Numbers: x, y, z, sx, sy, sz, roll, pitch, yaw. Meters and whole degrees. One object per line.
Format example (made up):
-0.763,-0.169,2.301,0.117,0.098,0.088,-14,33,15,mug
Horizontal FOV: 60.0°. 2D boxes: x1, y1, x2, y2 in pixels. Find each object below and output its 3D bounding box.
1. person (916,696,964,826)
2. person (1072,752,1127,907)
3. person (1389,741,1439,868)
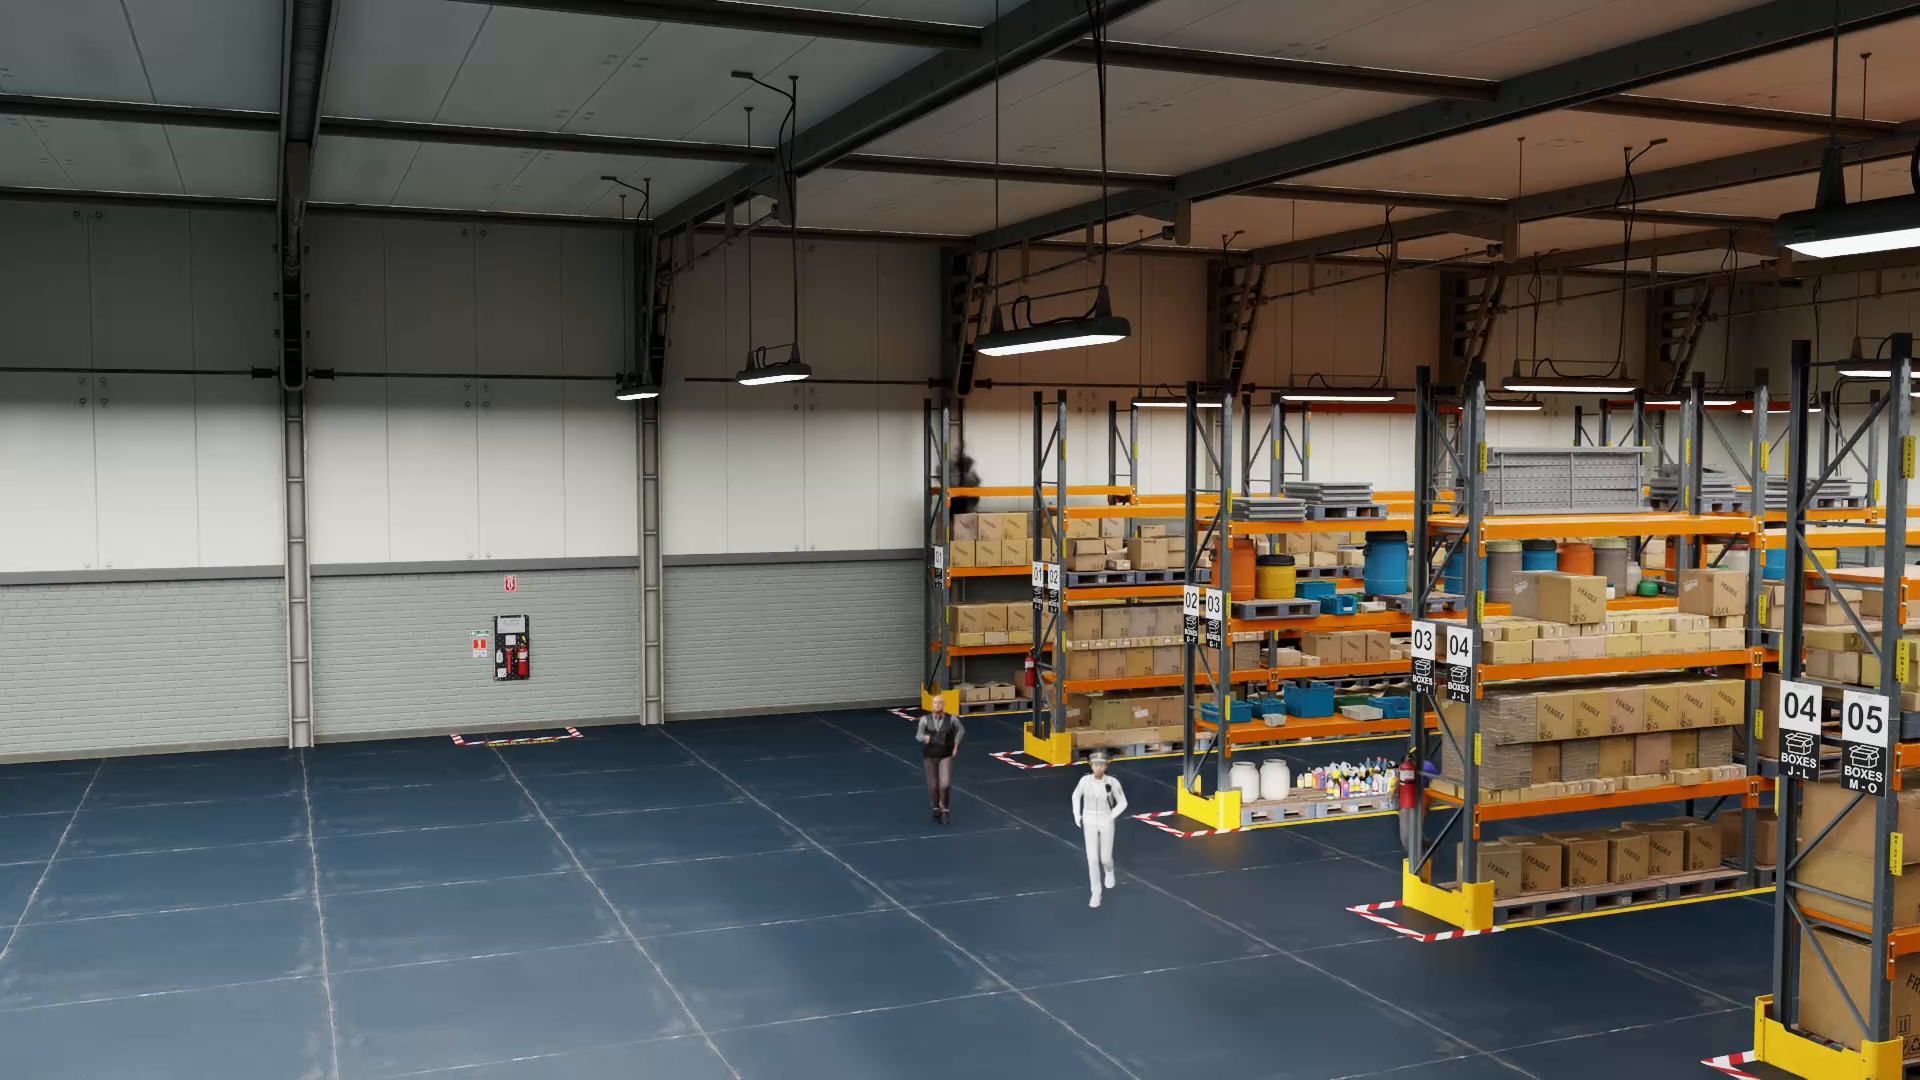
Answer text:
-0.292,2.989,22.513,0.620,1.755,0.687,0,3,7,person
1.572,3.221,18.816,0.638,1.694,0.769,1,3,11,person
5.442,3.181,19.942,0.556,1.620,0.593,-2,4,-33,person
